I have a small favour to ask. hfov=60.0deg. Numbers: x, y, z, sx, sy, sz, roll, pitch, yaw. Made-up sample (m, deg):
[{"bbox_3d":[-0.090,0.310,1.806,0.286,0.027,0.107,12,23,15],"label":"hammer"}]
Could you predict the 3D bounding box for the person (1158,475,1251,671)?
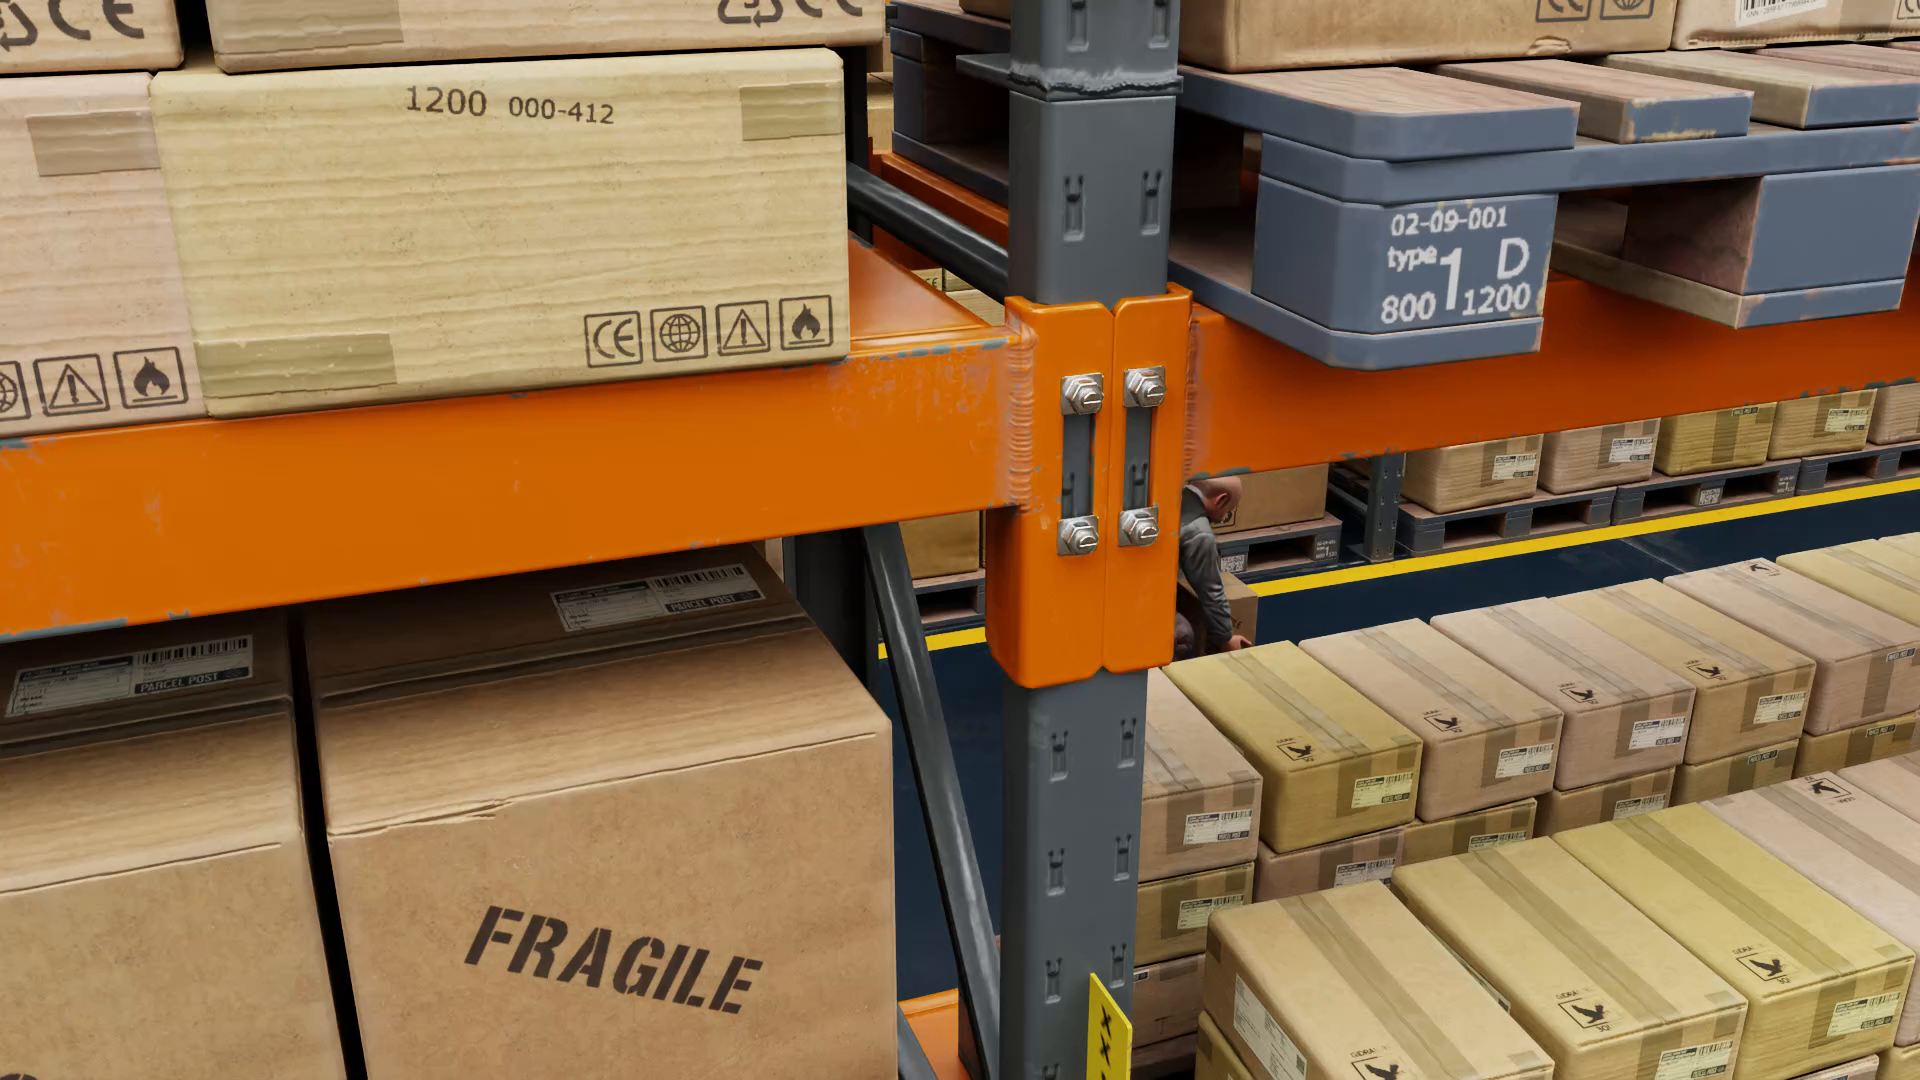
[{"bbox_3d":[0.722,0.216,6.620,0.888,0.954,0.509,-9,24,-21],"label":"person"}]
